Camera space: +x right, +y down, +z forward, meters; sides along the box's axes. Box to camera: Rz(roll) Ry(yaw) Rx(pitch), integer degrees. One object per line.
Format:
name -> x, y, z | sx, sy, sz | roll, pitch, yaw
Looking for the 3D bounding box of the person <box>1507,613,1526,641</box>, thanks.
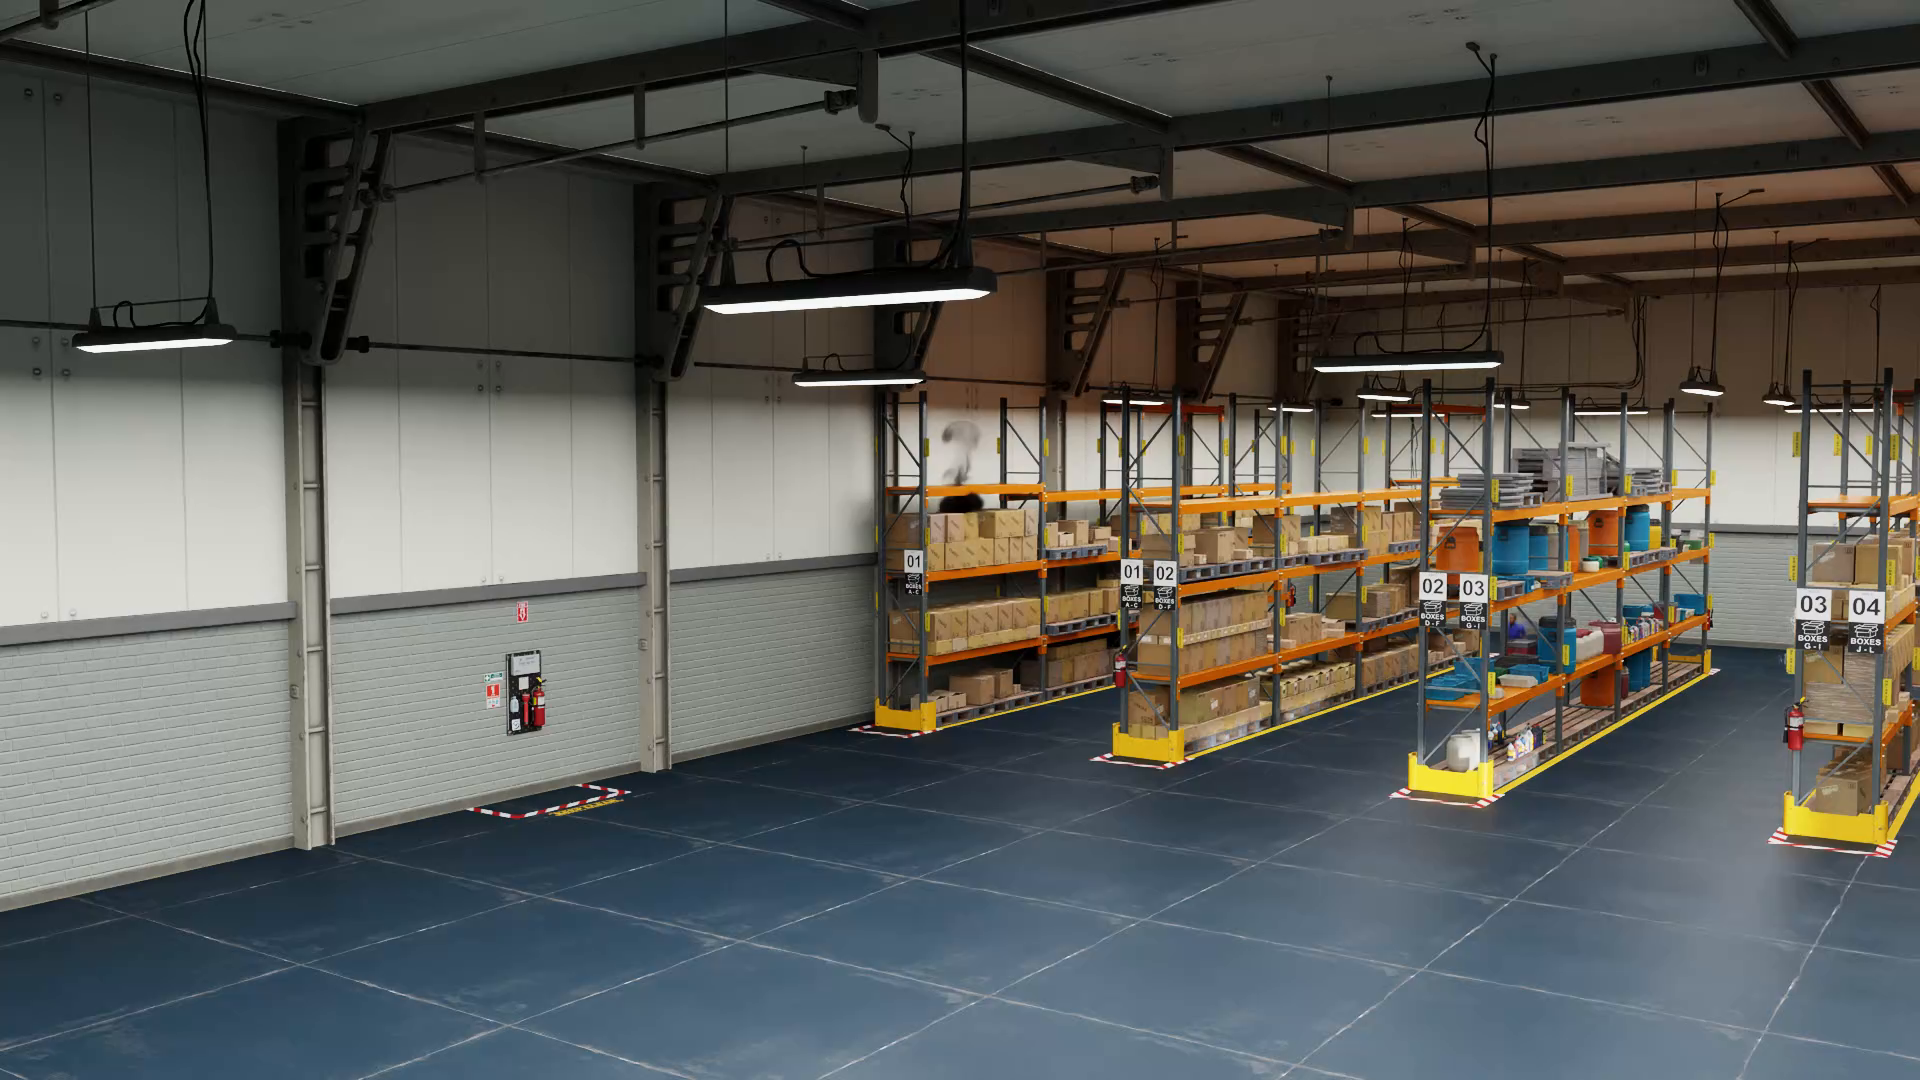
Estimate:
person -> 11.538, 2.300, 34.734 | 0.562, 1.582, 0.676 | 2, 4, 33
